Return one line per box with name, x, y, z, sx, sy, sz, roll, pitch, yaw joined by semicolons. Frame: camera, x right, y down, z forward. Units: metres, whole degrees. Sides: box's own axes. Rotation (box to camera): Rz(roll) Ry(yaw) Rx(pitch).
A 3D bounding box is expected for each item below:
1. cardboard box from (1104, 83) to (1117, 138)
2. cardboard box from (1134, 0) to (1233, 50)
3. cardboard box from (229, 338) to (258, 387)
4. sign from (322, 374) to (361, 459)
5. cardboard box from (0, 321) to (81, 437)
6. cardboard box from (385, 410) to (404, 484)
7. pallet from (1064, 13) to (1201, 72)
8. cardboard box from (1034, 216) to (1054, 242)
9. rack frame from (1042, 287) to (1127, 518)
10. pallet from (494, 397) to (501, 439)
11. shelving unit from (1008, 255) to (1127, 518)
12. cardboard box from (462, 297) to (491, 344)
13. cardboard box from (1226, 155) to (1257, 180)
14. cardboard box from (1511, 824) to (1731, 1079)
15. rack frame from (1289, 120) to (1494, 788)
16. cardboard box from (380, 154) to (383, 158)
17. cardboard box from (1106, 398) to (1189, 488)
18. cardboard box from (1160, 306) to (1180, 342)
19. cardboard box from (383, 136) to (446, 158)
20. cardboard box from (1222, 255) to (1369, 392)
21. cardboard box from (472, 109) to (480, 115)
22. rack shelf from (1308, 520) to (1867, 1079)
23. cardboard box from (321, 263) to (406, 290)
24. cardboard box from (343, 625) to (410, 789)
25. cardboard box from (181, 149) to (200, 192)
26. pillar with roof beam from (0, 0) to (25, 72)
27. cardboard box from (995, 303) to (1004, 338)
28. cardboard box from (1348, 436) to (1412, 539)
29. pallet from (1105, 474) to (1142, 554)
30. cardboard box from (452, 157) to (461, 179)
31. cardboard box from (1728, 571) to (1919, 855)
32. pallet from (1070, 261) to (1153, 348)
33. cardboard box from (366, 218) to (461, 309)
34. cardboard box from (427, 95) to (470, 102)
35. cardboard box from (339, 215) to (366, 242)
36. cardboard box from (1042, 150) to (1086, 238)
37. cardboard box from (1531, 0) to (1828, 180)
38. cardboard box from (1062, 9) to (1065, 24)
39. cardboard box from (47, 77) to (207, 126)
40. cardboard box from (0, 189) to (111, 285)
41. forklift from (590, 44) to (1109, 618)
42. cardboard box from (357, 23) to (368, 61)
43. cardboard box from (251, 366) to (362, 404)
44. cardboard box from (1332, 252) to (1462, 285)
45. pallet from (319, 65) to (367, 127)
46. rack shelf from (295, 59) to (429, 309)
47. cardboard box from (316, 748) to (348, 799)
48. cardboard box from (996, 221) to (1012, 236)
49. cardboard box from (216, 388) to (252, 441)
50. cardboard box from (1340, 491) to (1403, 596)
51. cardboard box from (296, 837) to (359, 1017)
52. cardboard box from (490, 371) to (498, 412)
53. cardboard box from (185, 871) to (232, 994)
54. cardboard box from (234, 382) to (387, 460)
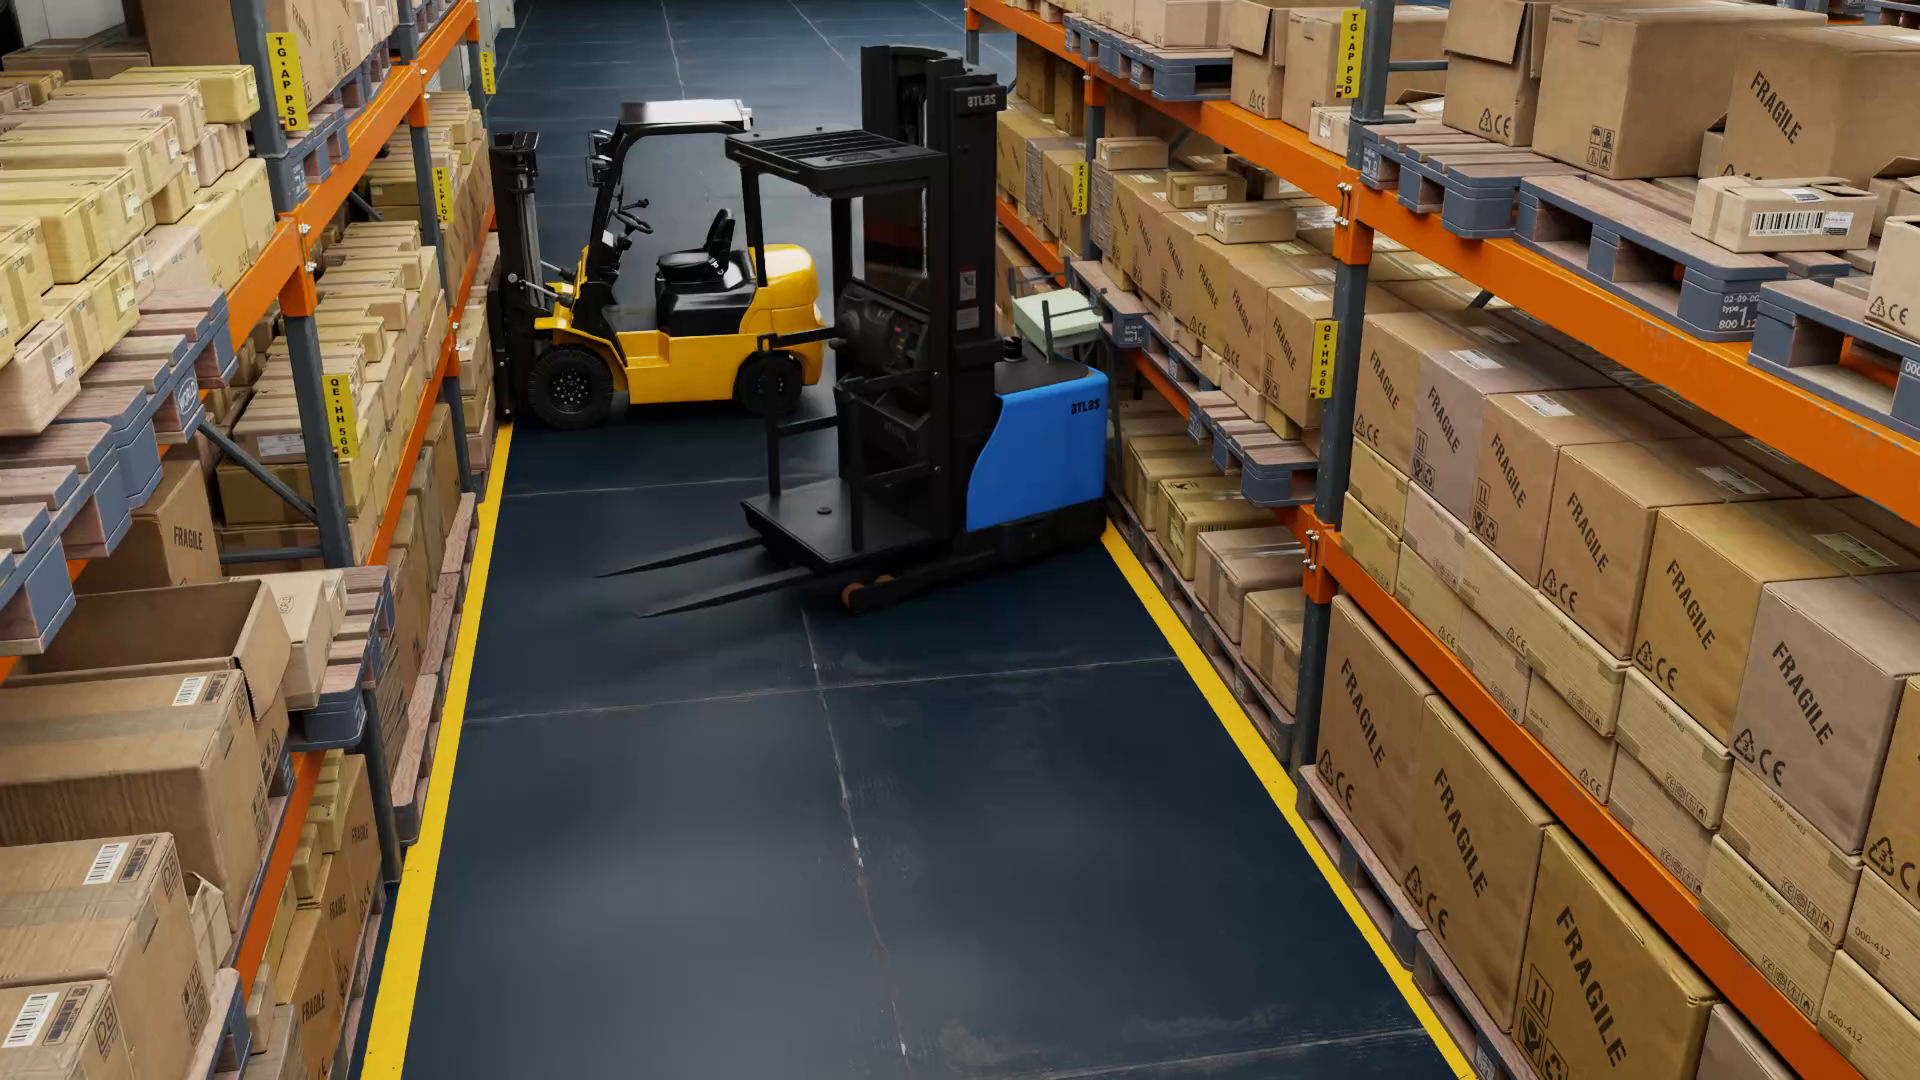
cardboard box;1.352;-2.895;11.385;0.700;0.500;0.500;-4;24;-9
cardboard box;1.217;-2.706;8.613;0.500;0.250;0.500;-5;24;-10
cardboard box;-3.335;-0.778;7.348;0.380;0.149;0.250;-4;24;-10
sign;-2.312;-0.459;6.206;0.100;0.325;0.005;-4;24;-10
cardboard box;-1.888;-0.295;3.094;0.380;0.149;0.250;-4;24;-9
cardboard box;-2.876;-0.445;7.709;0.500;0.250;0.500;-5;24;-11
pallet;1.303;-2.901;9.631;1.213;0.211;1.003;-4;24;-10
cardboard box;0.744;-2.251;11.971;0.380;0.149;0.250;-5;24;-11
rack frame;0.769;-0.779;10.104;0.400;1.500;0.023;-13;27;-10
pallet;-3.919;-1.013;12.306;1.003;0.211;1.213;-4;24;-10
shelving unit;0.679;-0.928;10.426;0.431;1.500;0.755;-13;27;-10
cardboard box;-3.553;-1.495;11.587;0.500;0.250;0.500;-3;24;-8
cardboard box;1.741;-2.100;9.479;0.380;0.149;0.250;-5;24;-11
cardboard box;2.405;1.472;5.262;0.875;0.875;0.875;-4;24;-8
rack frame;2.033;-0.290;7.166;1.000;3.000;0.127;-4;24;-10
cardboard box;-4.254;-2.654;11.643;0.380;0.149;0.250;-4;24;-10
cardboard box;1.393;-0.645;10.738;0.950;0.372;0.625;-4;24;-9
cardboard box;1.299;-1.185;9.005;0.380;0.149;0.250;-3;24;-8
cardboard box;-3.667;-2.622;11.198;0.380;0.149;0.250;-4;24;-10
cardboard box;1.570;-1.025;7.828;0.500;0.500;0.500;-5;24;-11
cardboard box;-3.984;-3.295;13.112;0.380;0.149;0.250;-4;24;-9
rack shelf;2.403;0.827;5.509;1.077;0.370;4.000;-4;24;-10
cardboard box;-3.078;-1.318;8.584;0.380;0.149;0.250;-5;24;-11
cardboard box;-2.946;0.728;7.277;0.875;0.625;0.625;-4;24;-8
cardboard box;-2.490;-1.079;4.915;0.380;0.149;0.250;-4;24;-9
pillar with roof beam;0.260;-3.435;6.872;9.100;9.000;0.400;-4;24;-10
cardboard box;0.518;-1.830;13.603;0.500;0.250;0.500;-3;24;-8
cardboard box;1.884;-0.233;6.598;0.500;0.250;0.500;-4;24;-10
pallet;1.439;-0.279;10.625;1.003;0.211;1.213;-4;24;-10
cardboard box;-3.593;-2.488;11.263;0.380;0.149;0.250;-5;24;-11
cardboard box;2.341;0.419;4.168;0.500;0.500;0.500;-4;24;-9
pallet;1.292;-1.464;10.094;1.003;0.211;1.213;-4;24;-10
cardboard box;-3.409;-1.734;10.348;0.500;0.500;0.500;-5;24;-11
cardboard box;-3.974;-3.327;12.813;0.380;0.149;0.250;-4;24;-10
cardboard box;-3.933;-1.697;10.263;0.500;0.500;0.500;-4;24;-10
cardboard box;0.865;-2.404;11.509;0.500;0.500;0.500;-4;24;-8
cardboard box;2.403;-1.527;5.602;0.700;0.500;0.500;-6;24;-12
cardboard box;0.904;-3.532;11.156;0.380;0.149;0.250;-5;24;-12
cardboard box;-2.545;-1.321;5.097;0.380;0.149;0.250;-5;24;-12
cardboard box;-2.034;-0.633;3.497;0.380;0.149;0.250;-4;24;-9
forklift;-0.616;-1.176;9.280;3.031;2.935;1.130;-15;28;-30
cardboard box;-2.939;-2.279;7.636;0.380;0.149;0.250;-5;24;-10
cardboard box;-2.737;-0.615;6.976;0.380;0.149;0.250;-4;24;-8
cardboard box;2.074;-1.063;7.915;0.500;0.500;0.500;-3;24;-7
pallet;-3.267;-1.909;7.361;1.003;0.211;1.213;-3;24;-7
rack shelf;-3.214;-1.753;7.666;1.077;0.370;4.000;-4;24;-10
cardboard box;-2.504;0.910;6.206;0.380;0.149;0.250;-5;24;-12
cardboard box;0.436;-2.365;13.892;0.500;0.500;0.500;-5;24;-12
cardboard box;-3.296;-0.438;7.069;0.500;0.250;0.500;-4;24;-9
cardboard box;1.877;-0.010;6.712;0.500;0.250;0.500;-5;24;-11
cardboard box;-2.472;1.380;5.941;0.500;0.500;0.500;-5;24;-11
cardboard box;-3.567;-1.041;11.797;0.500;0.250;0.500;-4;24;-9
cardboard box;-1.984;0.947;3.978;0.396;0.266;0.258;-3;24;-7
cardboard box;-2.777;-0.471;7.143;0.500;0.250;0.500;-4;24;-8
